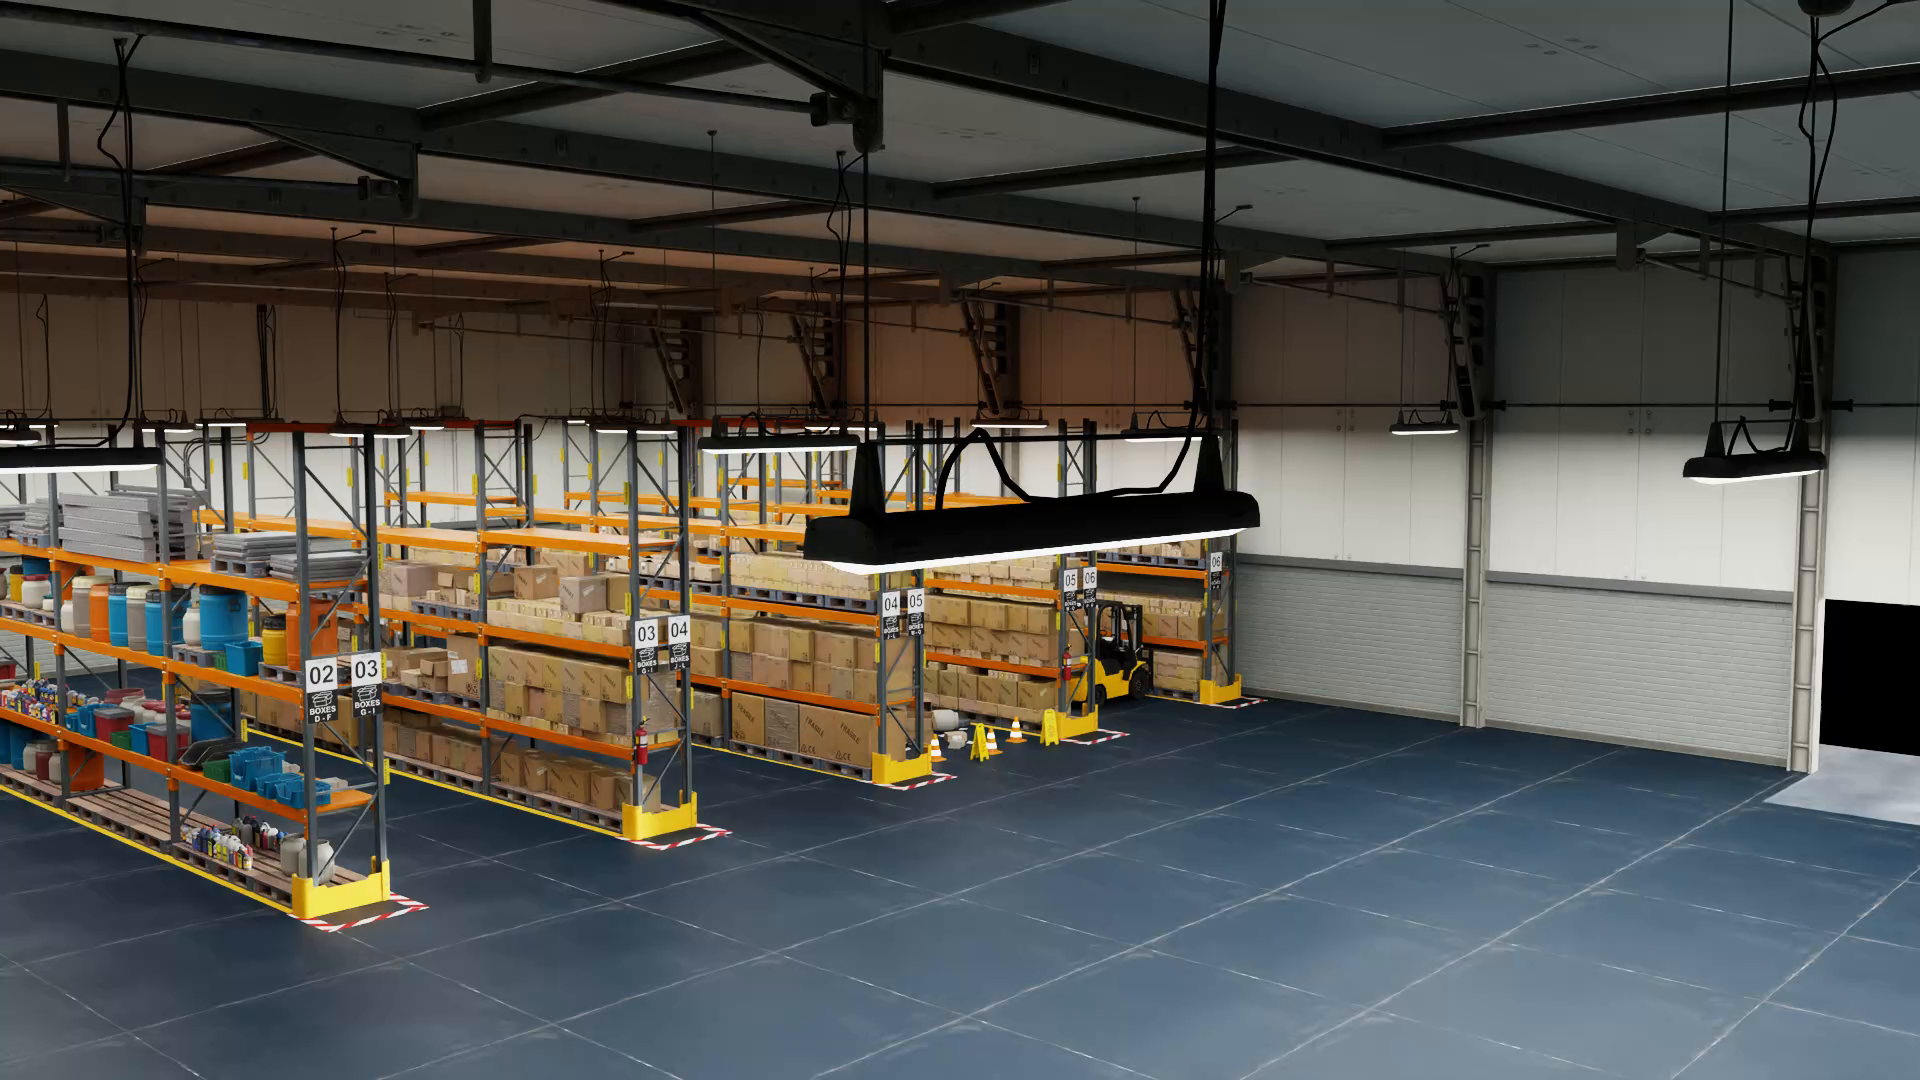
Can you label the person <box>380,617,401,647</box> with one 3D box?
[{"bbox_3d":[-13.654,2.242,39.872,0.396,1.676,0.527,5,7,44],"label":"person"}]
